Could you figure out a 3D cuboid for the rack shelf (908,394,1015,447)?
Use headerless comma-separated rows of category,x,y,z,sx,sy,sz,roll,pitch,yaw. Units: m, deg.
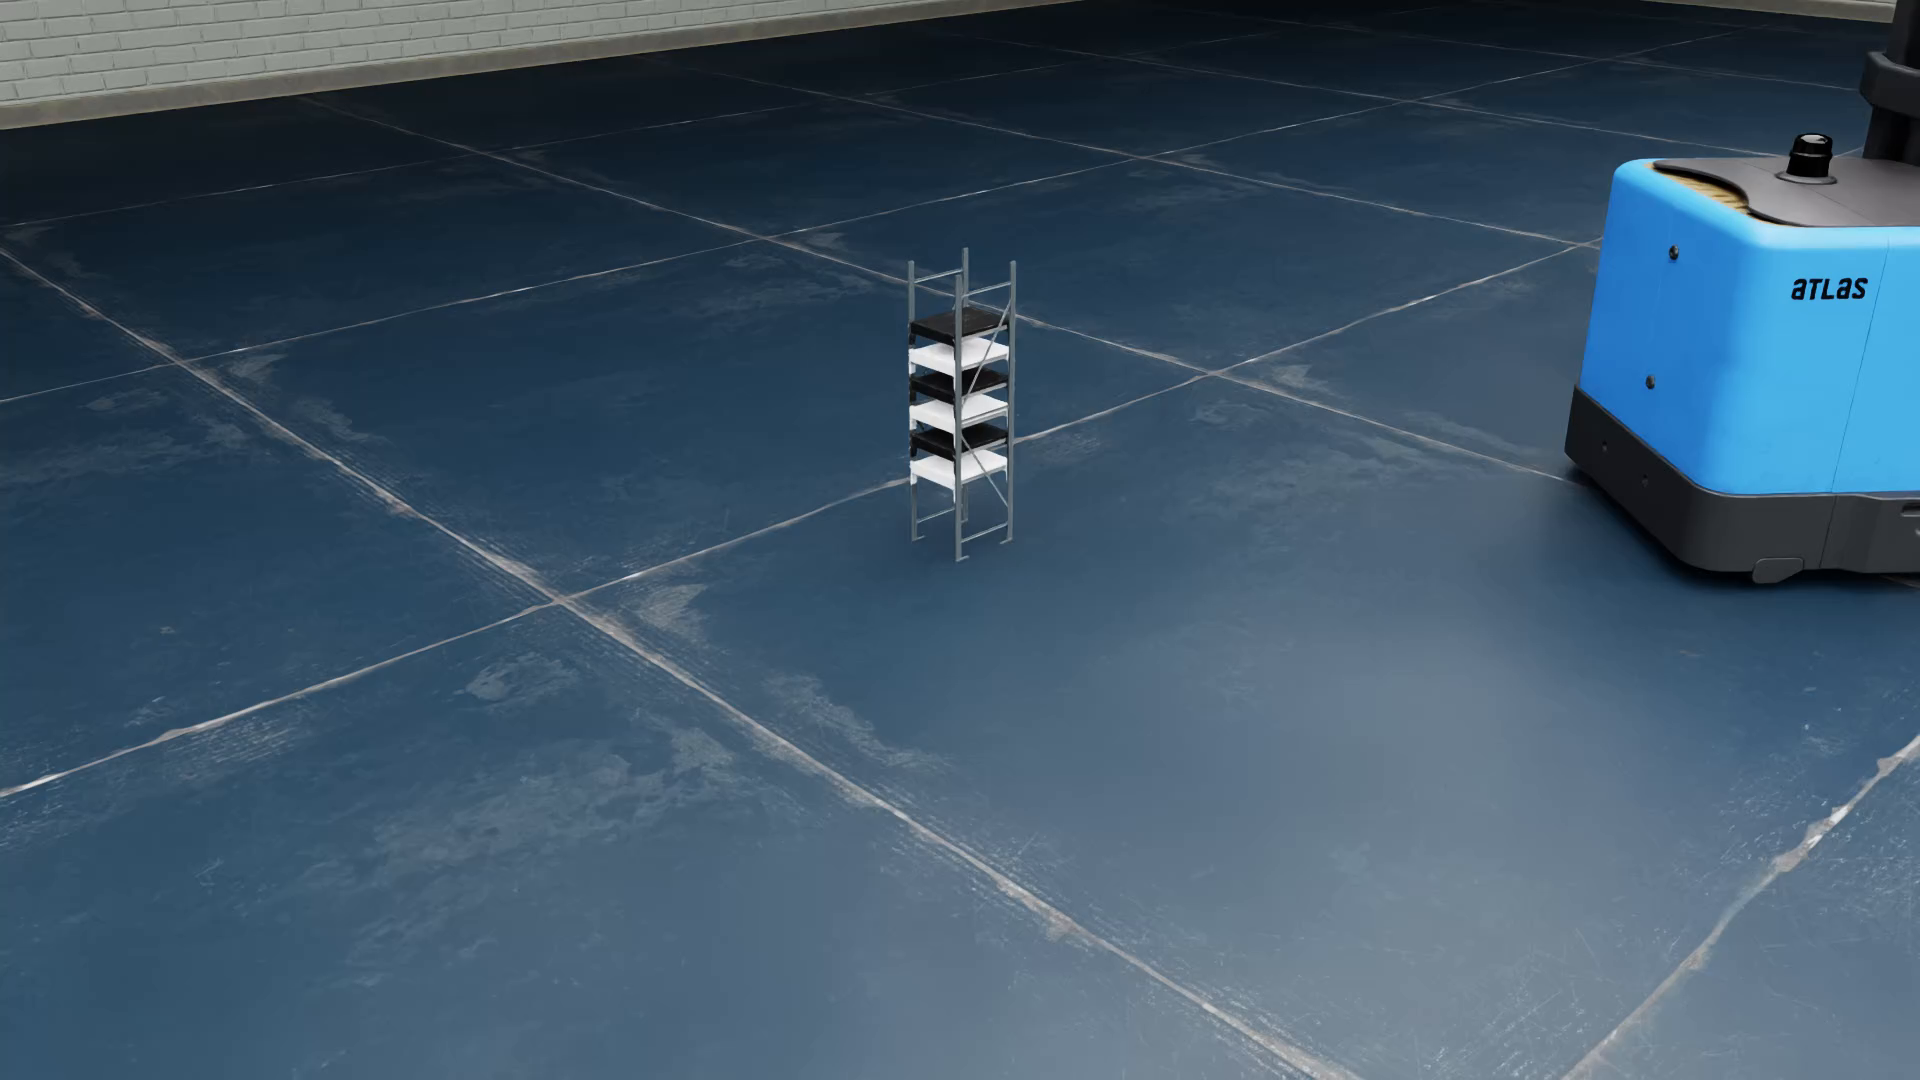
rack shelf,0.006,-0.377,5.072,0.258,0.077,0.200,-21,32,-38

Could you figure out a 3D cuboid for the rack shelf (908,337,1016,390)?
rack shelf,0.006,-0.540,4.997,0.258,0.077,0.200,-21,32,-38

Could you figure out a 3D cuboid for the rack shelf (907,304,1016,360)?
rack shelf,0.006,-0.622,4.960,0.258,0.077,0.200,-21,32,-38

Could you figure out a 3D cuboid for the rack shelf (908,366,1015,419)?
rack shelf,0.006,-0.459,5.034,0.258,0.077,0.200,-21,32,-38

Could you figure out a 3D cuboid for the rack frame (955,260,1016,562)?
rack frame,0.075,-0.376,4.990,0.240,0.900,0.006,-21,32,-38

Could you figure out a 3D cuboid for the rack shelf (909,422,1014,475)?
rack shelf,0.006,-0.295,5.109,0.258,0.077,0.200,-21,32,-38

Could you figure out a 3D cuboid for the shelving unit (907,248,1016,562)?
shelving unit,0.006,-0.407,5.058,0.258,0.900,0.210,-21,32,-38

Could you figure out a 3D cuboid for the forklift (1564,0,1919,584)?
forklift,3.623,-1.427,4.848,3.031,2.935,1.130,-1,25,-3

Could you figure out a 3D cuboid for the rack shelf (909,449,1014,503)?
rack shelf,0.006,-0.213,5.146,0.258,0.077,0.200,-21,32,-38

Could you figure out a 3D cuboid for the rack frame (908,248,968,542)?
rack frame,-0.064,-0.438,5.125,0.240,0.900,0.006,-21,32,-38
